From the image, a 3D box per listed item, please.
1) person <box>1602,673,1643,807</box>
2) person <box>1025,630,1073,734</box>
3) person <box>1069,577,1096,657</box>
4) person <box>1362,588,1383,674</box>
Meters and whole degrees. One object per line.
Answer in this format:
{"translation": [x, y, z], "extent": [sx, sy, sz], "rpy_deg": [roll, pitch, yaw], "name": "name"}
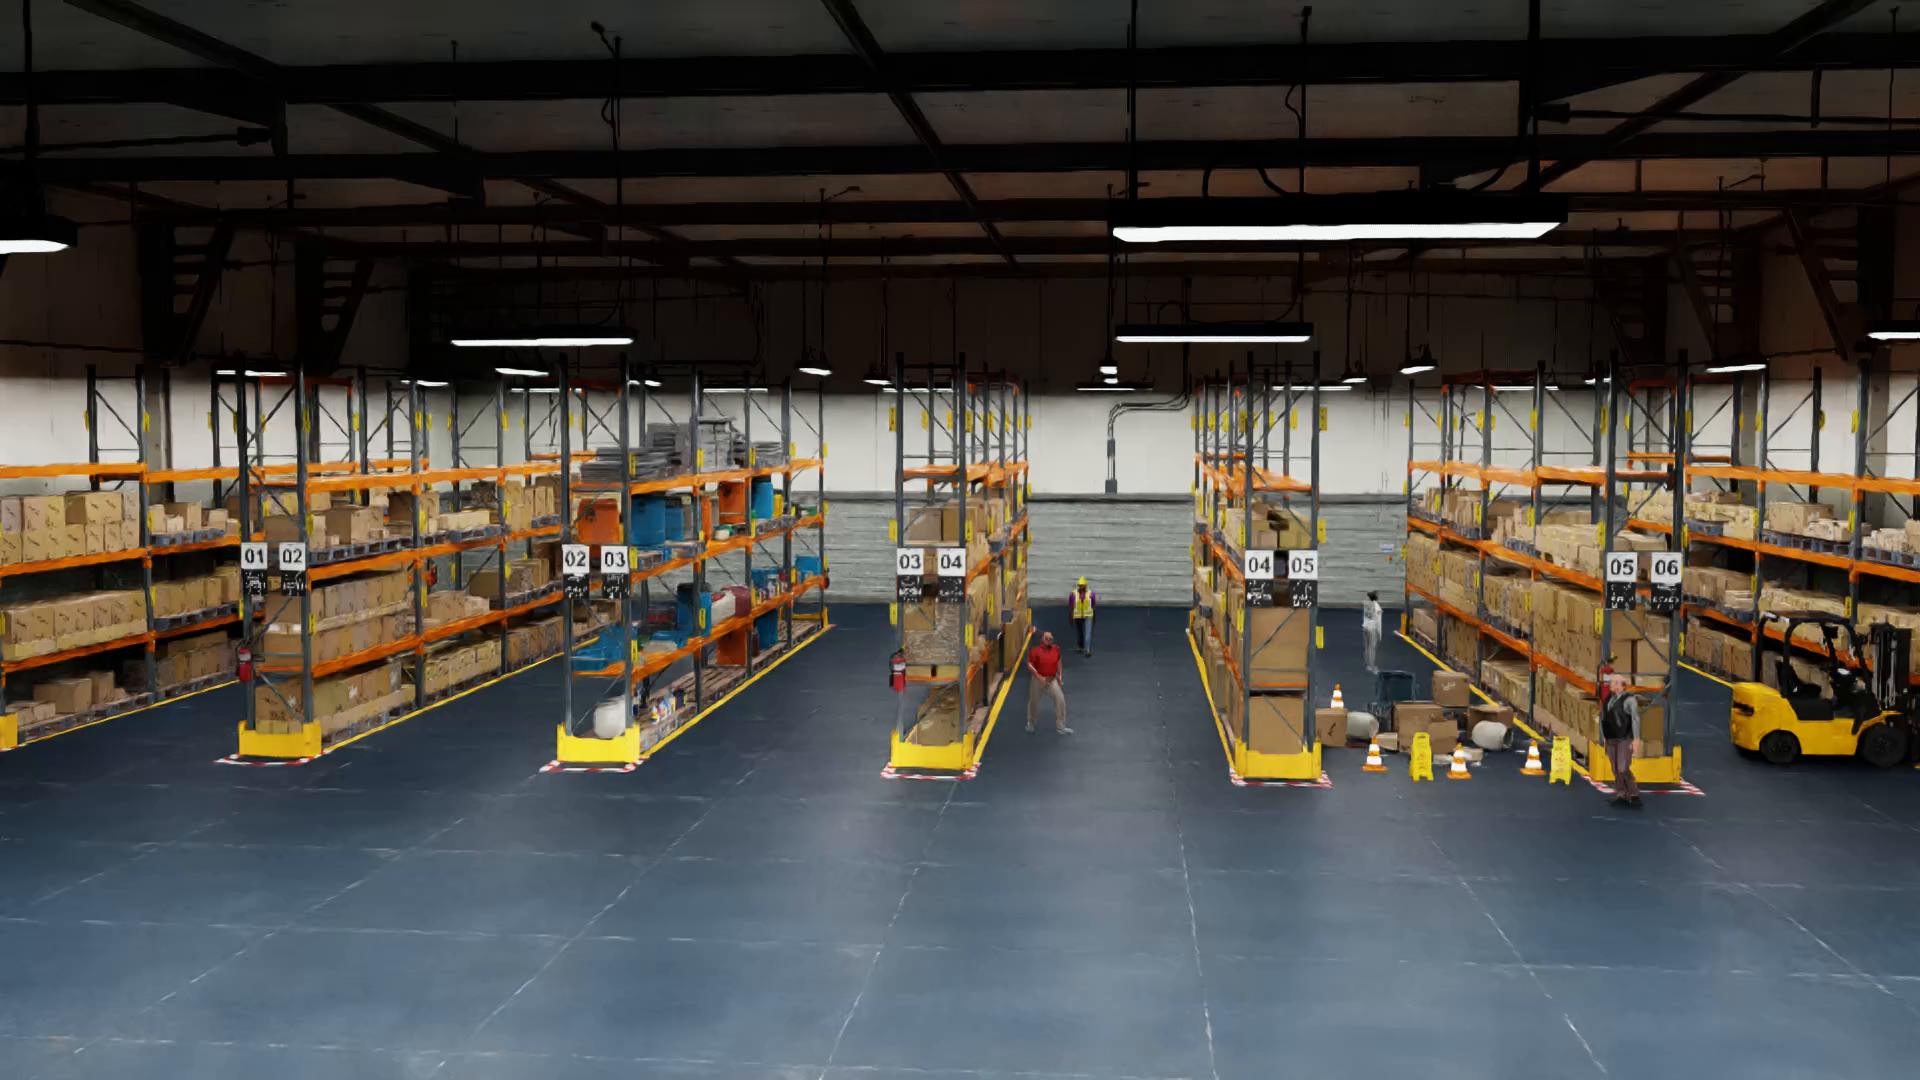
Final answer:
{"translation": [8.618, 2.596, 21.651], "extent": [0.402, 1.714, 0.636], "rpy_deg": [-2, 4, -23], "name": "person"}
{"translation": [1.382, 2.266, 26.708], "extent": [0.700, 1.665, 0.815], "rpy_deg": [-1, 4, -15], "name": "person"}
{"translation": [2.604, 1.625, 35.498], "extent": [0.577, 1.691, 1.121], "rpy_deg": [1, 4, 8], "name": "person"}
{"translation": [8.227, 1.802, 33.057], "extent": [0.433, 1.684, 0.553], "rpy_deg": [-2, 4, -22], "name": "person"}
